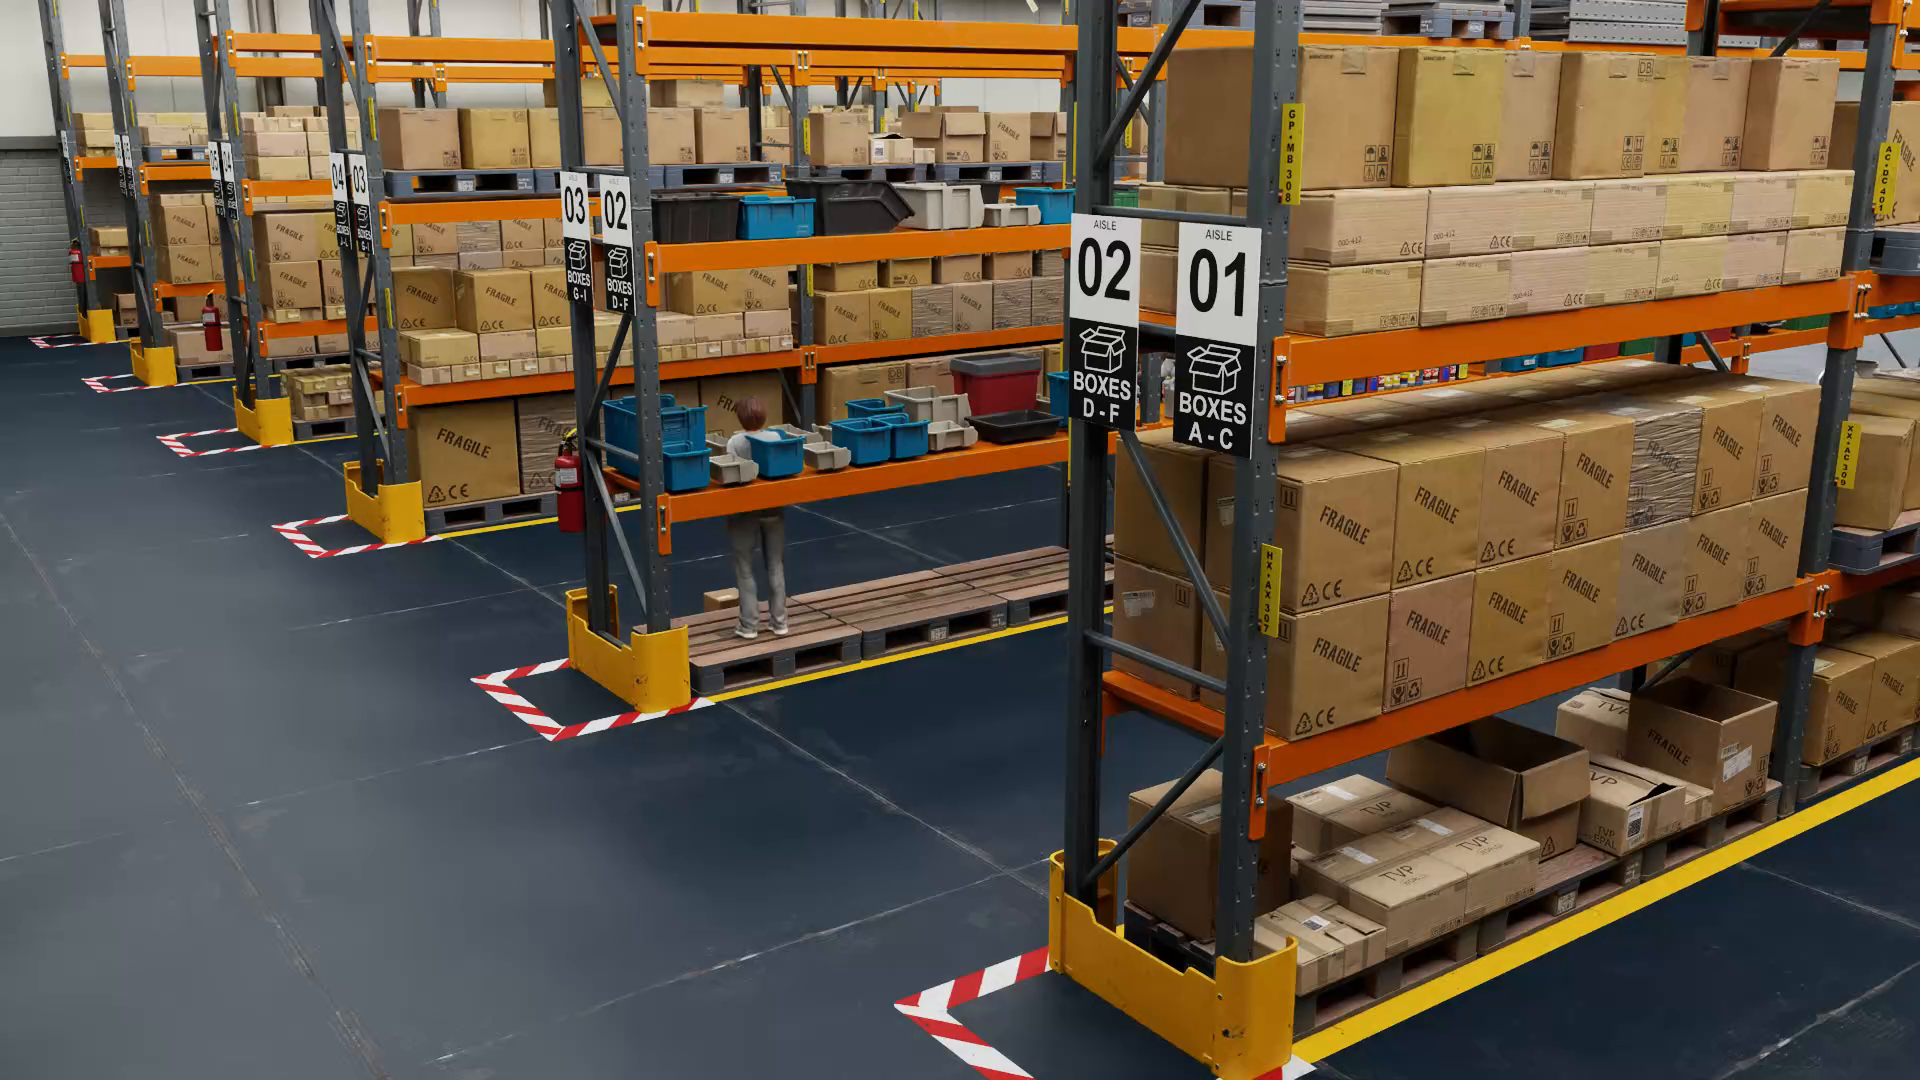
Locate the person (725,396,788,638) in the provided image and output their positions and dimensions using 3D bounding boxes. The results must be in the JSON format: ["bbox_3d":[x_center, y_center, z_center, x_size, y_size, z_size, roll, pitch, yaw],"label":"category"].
[{"bbox_3d":[-1.332,-0.144,10.780,0.408,1.593,0.302,-6,16,-22],"label":"person"}]
